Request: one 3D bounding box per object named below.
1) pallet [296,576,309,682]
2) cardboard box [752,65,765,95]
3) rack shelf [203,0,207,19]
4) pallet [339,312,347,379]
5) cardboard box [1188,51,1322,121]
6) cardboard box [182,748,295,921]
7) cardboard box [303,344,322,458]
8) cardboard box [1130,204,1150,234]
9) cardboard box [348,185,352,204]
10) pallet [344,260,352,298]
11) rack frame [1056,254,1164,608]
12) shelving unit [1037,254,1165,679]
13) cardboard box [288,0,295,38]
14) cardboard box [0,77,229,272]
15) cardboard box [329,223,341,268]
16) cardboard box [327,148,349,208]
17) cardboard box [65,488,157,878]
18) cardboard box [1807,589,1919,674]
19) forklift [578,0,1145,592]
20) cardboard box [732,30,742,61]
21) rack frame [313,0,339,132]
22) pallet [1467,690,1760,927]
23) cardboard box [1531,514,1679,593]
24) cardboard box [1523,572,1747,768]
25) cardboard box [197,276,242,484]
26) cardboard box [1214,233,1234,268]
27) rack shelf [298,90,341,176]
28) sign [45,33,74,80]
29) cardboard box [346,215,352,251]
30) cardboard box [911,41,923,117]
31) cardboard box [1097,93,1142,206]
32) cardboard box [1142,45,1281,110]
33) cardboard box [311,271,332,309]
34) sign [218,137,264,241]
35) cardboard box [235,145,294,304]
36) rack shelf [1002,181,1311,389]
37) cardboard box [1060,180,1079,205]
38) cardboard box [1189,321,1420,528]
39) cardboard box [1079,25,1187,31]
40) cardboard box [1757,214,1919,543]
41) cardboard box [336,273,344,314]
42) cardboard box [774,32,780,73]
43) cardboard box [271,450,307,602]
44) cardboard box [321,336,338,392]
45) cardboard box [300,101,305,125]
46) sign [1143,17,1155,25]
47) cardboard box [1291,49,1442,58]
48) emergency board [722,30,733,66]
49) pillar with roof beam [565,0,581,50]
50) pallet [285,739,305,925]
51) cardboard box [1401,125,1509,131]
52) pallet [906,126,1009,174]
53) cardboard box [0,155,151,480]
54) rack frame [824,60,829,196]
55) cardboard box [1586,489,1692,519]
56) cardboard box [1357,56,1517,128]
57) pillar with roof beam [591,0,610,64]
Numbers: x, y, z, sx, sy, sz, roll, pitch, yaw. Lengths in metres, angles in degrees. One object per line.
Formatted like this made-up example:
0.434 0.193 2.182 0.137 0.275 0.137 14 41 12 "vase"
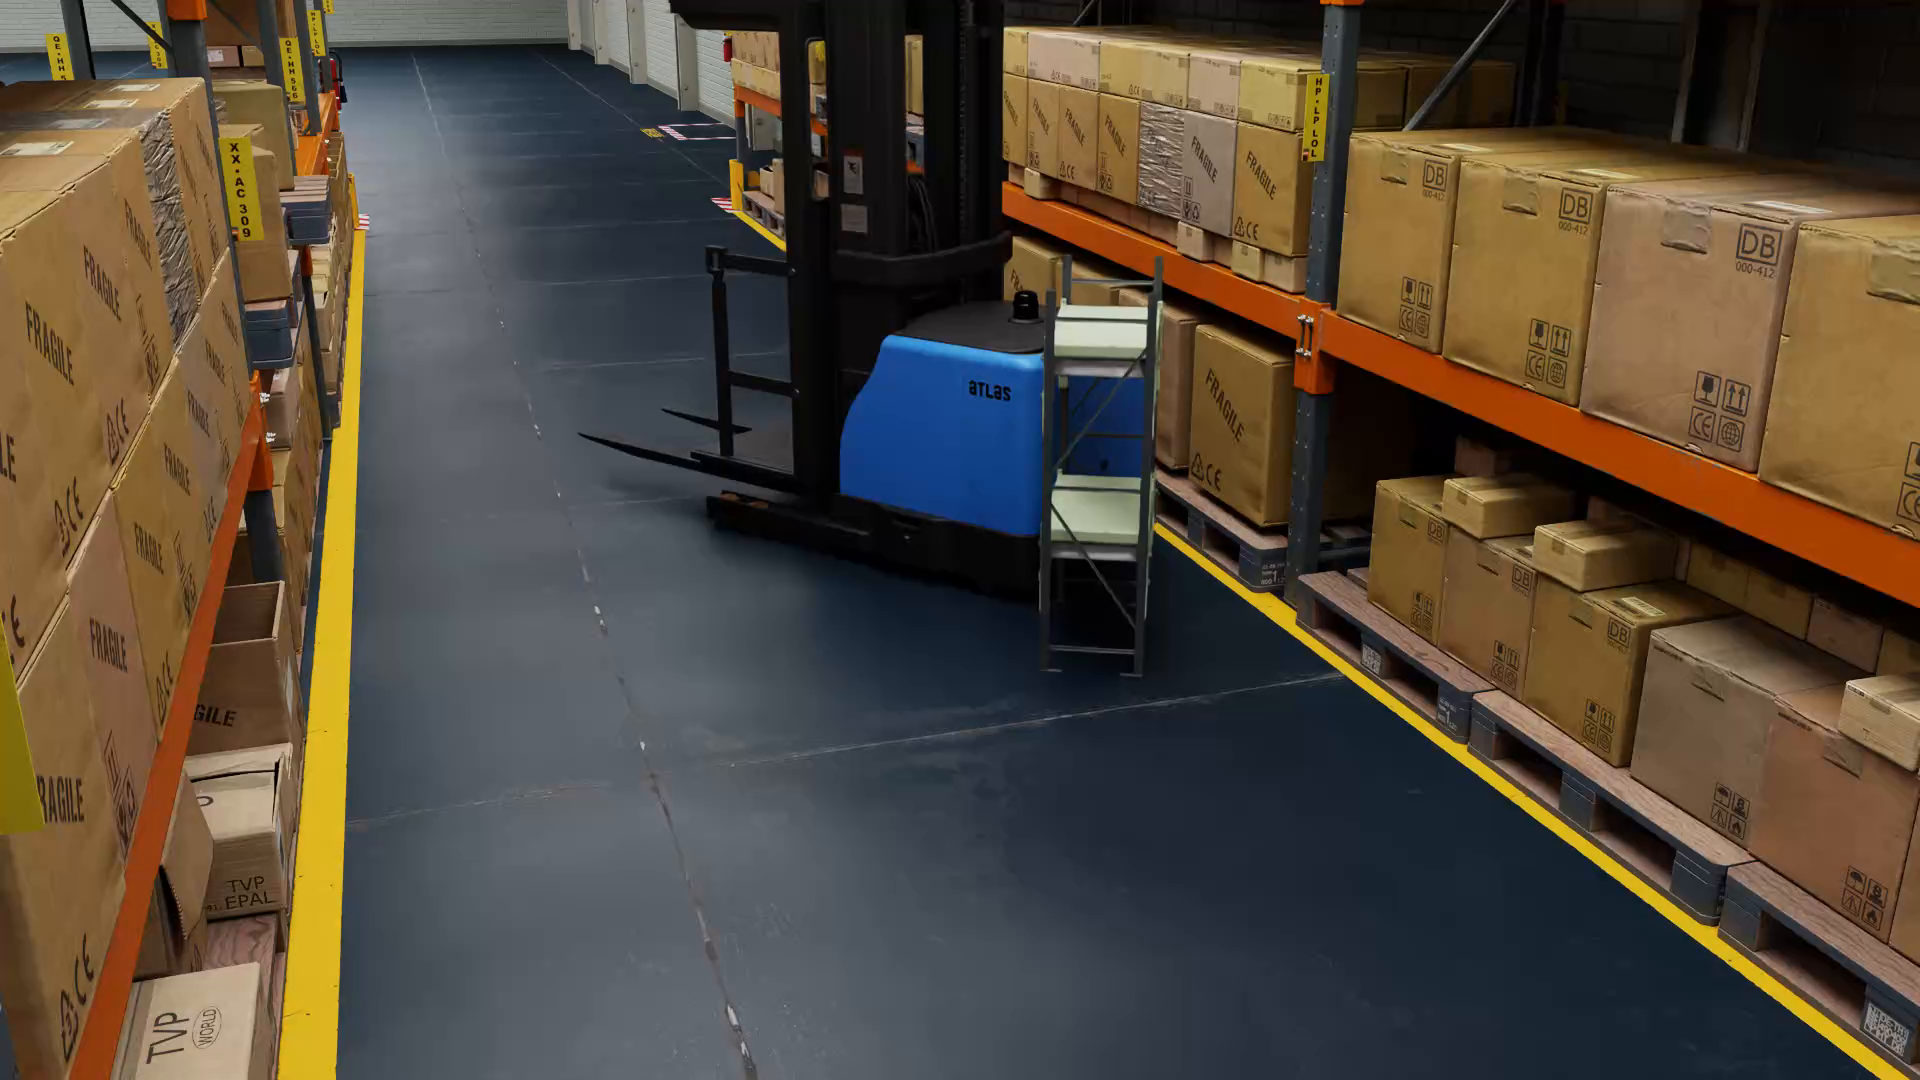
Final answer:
-3.106 0.402 6.485 1.003 0.211 1.213 -6 21 -17 "pallet"
-1.701 -4.451 16.063 0.500 0.250 0.500 -7 21 -18 "cardboard box"
-3.443 -2.368 6.699 1.077 0.370 4.000 -6 21 -17 "rack shelf"
-4.673 -1.284 11.178 1.003 0.211 1.213 -6 21 -17 "pallet"
1.346 -2.018 7.370 0.500 0.250 0.500 -6 21 -16 "cardboard box"
-2.130 0.799 4.583 0.500 0.311 0.500 -6 21 -17 "cardboard box"
-3.555 -0.692 8.453 0.500 0.500 0.500 -6 20 -15 "cardboard box"
1.082 -1.649 8.412 0.380 0.149 0.250 -6 21 -15 "cardboard box"
-6.137 -3.267 16.021 0.500 0.250 0.500 -6 21 -17 "cardboard box"
-5.539 -2.168 13.639 1.003 0.211 1.213 -6 21 -17 "pallet"
0.612 -0.429 6.891 0.400 1.500 0.023 3 20 8 "rack frame"
0.560 -0.306 6.550 0.431 1.500 0.755 3 20 8 "shelving unit"
-5.634 -4.182 13.055 0.700 0.500 0.500 -6 21 -17 "cardboard box"
-2.410 -1.036 4.737 0.500 0.500 0.500 -6 21 -17 "cardboard box"
-4.760 -2.122 12.004 0.500 0.311 0.500 -6 21 -16 "cardboard box"
-5.651 -3.140 14.559 0.500 0.500 0.500 -6 21 -17 "cardboard box"
-1.613 0.248 2.641 0.500 0.500 0.500 -7 21 -18 "cardboard box"
2.740 0.257 4.881 0.380 0.149 0.250 -6 21 -16 "cardboard box"
-0.613 -1.530 7.840 3.031 2.935 1.130 14 24 34 "forklift"
-2.020 -5.138 16.867 0.500 0.500 0.500 -6 21 -17 "cardboard box"
-6.586 -4.504 16.019 1.000 3.000 0.127 -6 21 -17 "rack frame"
2.439 0.776 5.443 1.003 0.211 1.213 -6 21 -17 "pallet"
2.124 0.040 5.484 0.380 0.149 0.250 -7 21 -19 "cardboard box"
2.339 0.375 5.510 0.700 0.500 0.500 -6 21 -16 "cardboard box"
-2.250 -0.402 4.450 0.500 0.500 0.500 -6 21 -16 "cardboard box"
1.372 -1.317 7.487 0.380 0.149 0.250 -6 21 -16 "cardboard box"
-5.957 -3.524 14.354 1.077 0.370 4.000 -6 21 -17 "rack shelf"
-4.597 -2.422 8.509 0.100 0.325 0.005 -6 21 -17 "sign"
-5.491 -2.627 14.239 0.500 0.250 0.500 -6 21 -17 "cardboard box"
0.060 -3.266 11.772 0.700 0.500 0.500 -6 21 -17 "cardboard box"
1.021 -1.983 8.383 0.500 0.500 0.500 -6 21 -16 "cardboard box"
1.186 -2.182 7.826 0.500 0.250 0.500 -6 21 -16 "cardboard box"
-4.130 -1.471 10.192 0.500 0.311 0.500 -7 21 -19 "cardboard box"
-2.302 -1.121 5.319 0.100 0.325 0.005 -6 21 -17 "sign"
-2.751 -1.074 5.699 0.700 0.500 0.500 -15 24 -35 "cardboard box"
1.259 -1.484 8.675 1.077 0.370 4.000 -6 21 -17 "rack shelf"
0.784 -1.982 9.338 0.380 0.149 0.250 -7 21 -18 "cardboard box"
1.559 -0.561 7.601 0.750 0.750 0.750 -6 21 -17 "cardboard box"
1.019 -2.896 9.814 0.500 0.250 0.500 -6 21 -16 "cardboard box"
2.735 -0.433 4.241 0.980 0.700 0.700 -7 21 -18 "cardboard box"
-4.605 -1.695 11.645 0.500 0.250 0.500 -6 21 -16 "cardboard box"
-1.380 -4.481 15.037 0.500 0.500 0.500 -7 21 -19 "cardboard box"
-2.913 -0.035 6.623 0.500 0.500 0.500 -6 21 -16 "cardboard box"
-3.957 -1.040 9.820 0.500 0.250 0.500 -6 21 -17 "cardboard box"
-5.646 -3.578 13.292 0.700 0.500 0.500 -7 21 -18 "cardboard box"
1.156 -3.069 10.311 0.100 0.325 0.005 -6 21 -17 "sign"
1.819 -2.073 7.522 0.500 0.250 0.500 -6 21 -17 "cardboard box"
-3.470 -7.621 24.698 0.194 1.169 0.643 -6 21 -17 "emergency board"
-14.359 -16.892 41.634 9.100 9.000 0.400 -6 21 -17 "pillar with roof beam"
-2.599 0.880 5.155 1.003 0.211 1.213 -6 21 -17 "pallet"
1.982 -1.552 7.181 0.500 0.500 0.500 -7 21 -19 "cardboard box"
0.305 -2.591 10.978 1.213 0.211 1.003 -6 21 -17 "pallet"
-1.770 -0.386 2.926 0.500 0.500 0.500 -6 21 -16 "cardboard box"
-0.627 -3.748 13.914 1.000 3.000 0.127 -6 21 -17 "rack frame"
2.419 -0.071 5.793 0.380 0.149 0.250 -7 21 -19 "cardboard box"
1.990 -1.905 7.057 0.500 0.250 0.500 -6 21 -16 "cardboard box"
-12.474 -14.967 36.273 9.100 9.000 0.400 -6 21 -17 "pillar with roof beam"
